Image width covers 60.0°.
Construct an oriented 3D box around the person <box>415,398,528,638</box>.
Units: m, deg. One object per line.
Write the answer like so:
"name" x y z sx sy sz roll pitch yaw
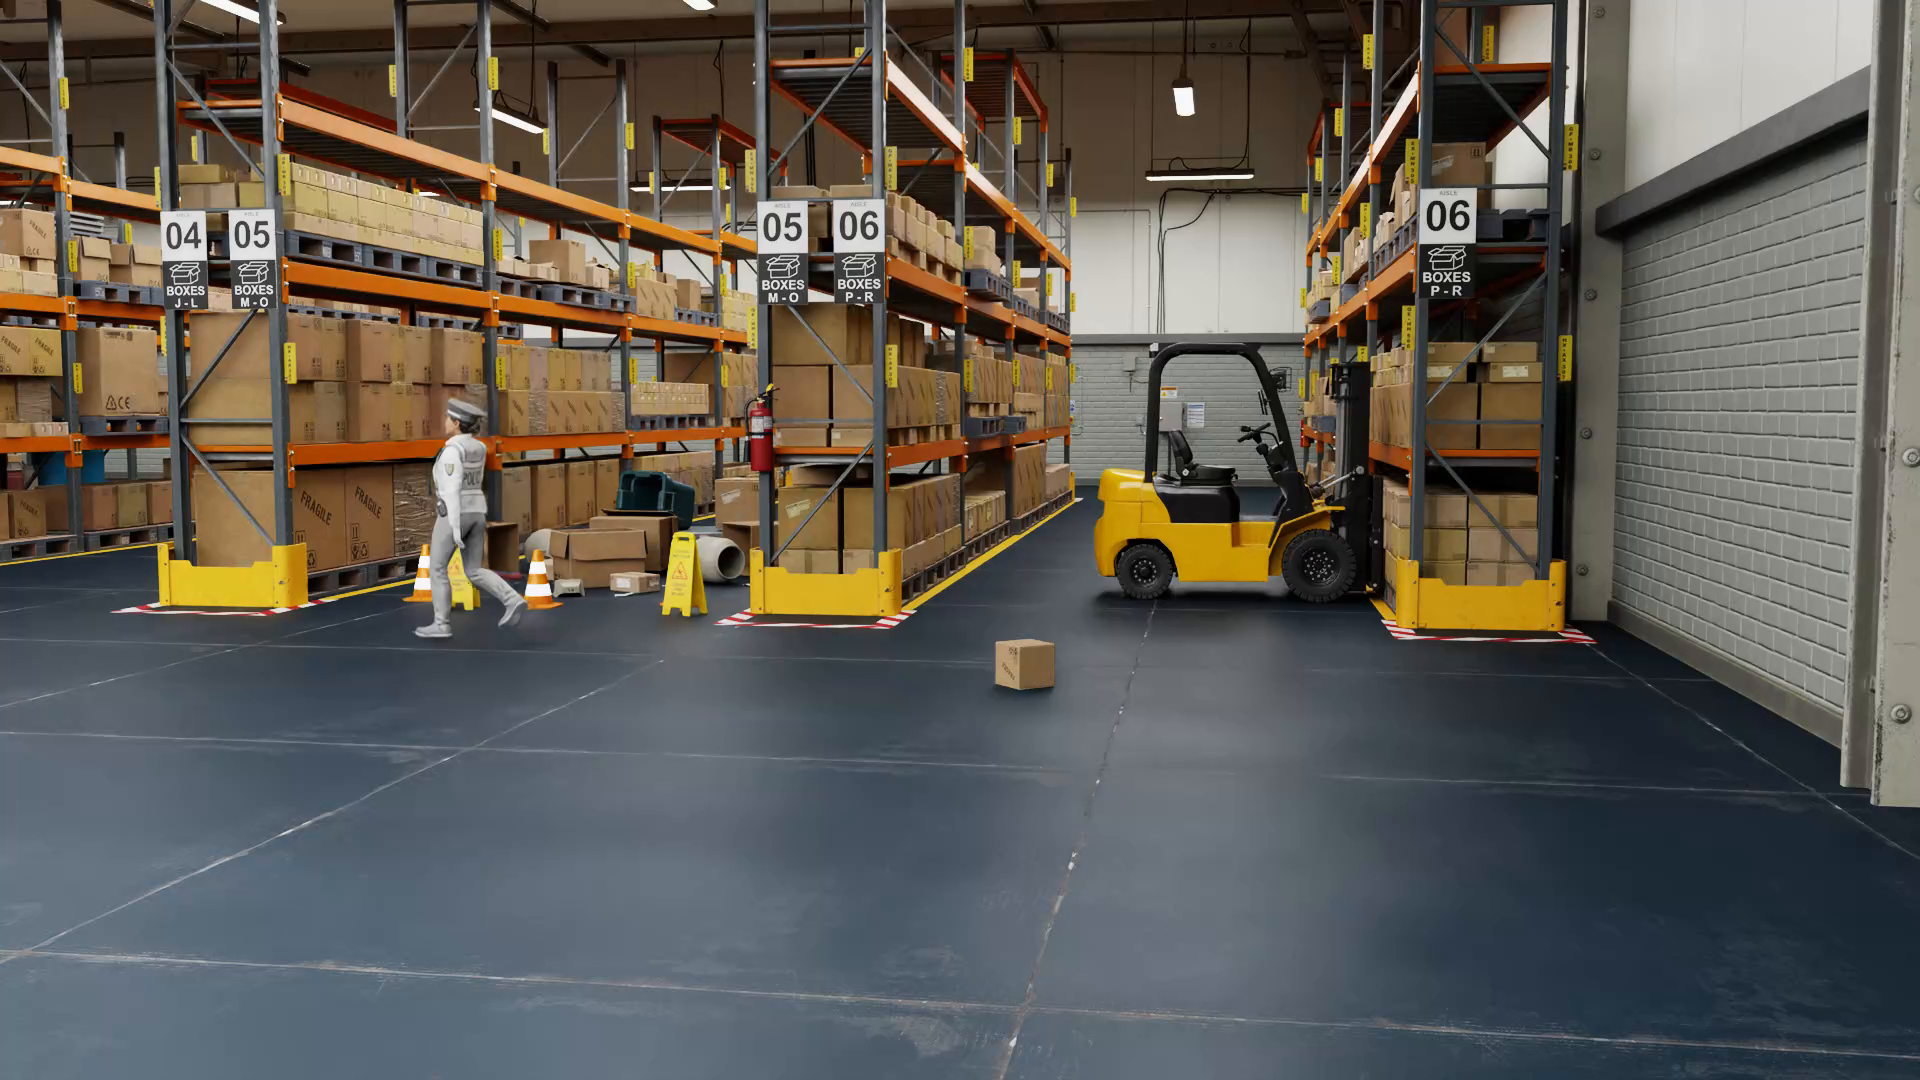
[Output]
"person" -3.401 -0.150 11.474 0.814 1.660 0.475 2 5 21
